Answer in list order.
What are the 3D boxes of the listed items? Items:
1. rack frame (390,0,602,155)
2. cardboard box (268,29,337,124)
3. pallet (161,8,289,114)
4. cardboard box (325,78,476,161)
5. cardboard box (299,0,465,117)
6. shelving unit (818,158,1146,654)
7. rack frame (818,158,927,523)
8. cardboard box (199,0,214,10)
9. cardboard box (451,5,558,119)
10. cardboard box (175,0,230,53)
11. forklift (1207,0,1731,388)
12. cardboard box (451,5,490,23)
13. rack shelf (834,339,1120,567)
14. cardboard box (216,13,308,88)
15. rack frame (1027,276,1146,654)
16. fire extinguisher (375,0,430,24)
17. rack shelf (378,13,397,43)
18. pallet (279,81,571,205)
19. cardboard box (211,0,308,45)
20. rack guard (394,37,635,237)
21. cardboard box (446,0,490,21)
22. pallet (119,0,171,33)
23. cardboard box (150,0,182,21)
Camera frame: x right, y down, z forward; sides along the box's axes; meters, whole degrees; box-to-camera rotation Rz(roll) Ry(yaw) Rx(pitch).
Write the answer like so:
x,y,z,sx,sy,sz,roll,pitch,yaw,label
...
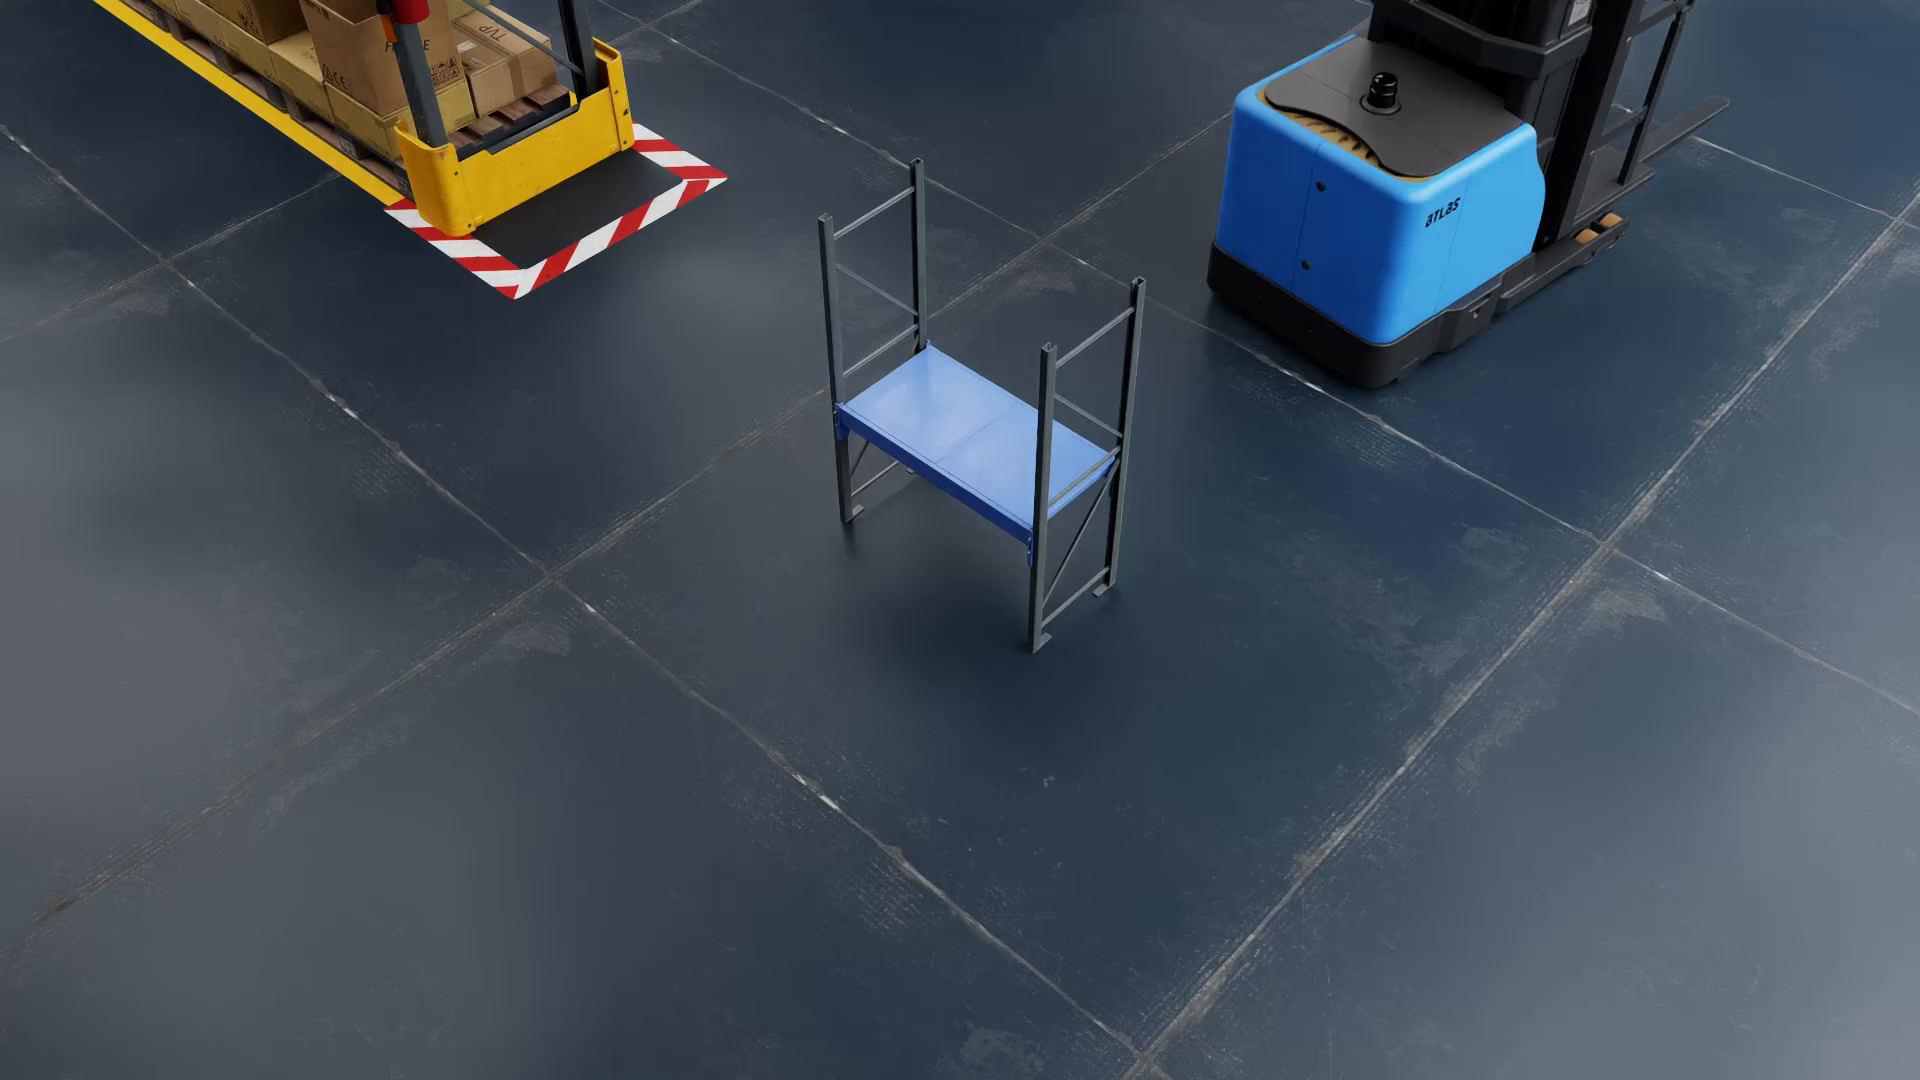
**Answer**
x,y,z,sx,sy,sz,roll,pitch,yaw,label
-2.216,-2.898,7.414,0.127,3.000,1.000,34,55,28,rack frame
-3.186,-2.449,8.589,0.500,0.250,0.500,34,55,28,cardboard box
-3.698,-2.903,9.331,1.213,0.211,1.003,34,55,28,pallet
-2.810,-2.208,8.363,0.500,0.250,0.500,34,55,28,cardboard box
-2.812,-2.463,8.089,0.500,0.500,0.500,34,55,28,cardboard box
0.063,-0.471,6.164,1.048,1.500,0.538,34,55,28,shelving unit
-0.311,-0.723,6.400,0.032,1.500,0.500,34,55,28,rack frame
-3.923,-3.198,8.779,0.500,0.500,0.500,34,55,28,cardboard box
-2.459,-2.485,8.624,0.500,0.250,0.500,34,55,28,cardboard box
-3.921,-2.943,9.054,0.500,0.250,0.500,34,55,28,cardboard box
2.606,-2.592,7.173,3.031,2.935,1.130,-32,54,-26,forklift
-2.829,-2.730,8.854,0.500,0.250,0.500,34,55,28,cardboard box
0.063,-0.348,6.295,1.000,0.185,0.538,34,55,28,rack shelf
-3.554,-2.695,8.821,0.500,0.250,0.500,34,55,28,cardboard box
0.436,-0.220,5.928,0.032,1.500,0.500,34,55,28,rack frame
-2.444,-2.565,7.153,0.183,0.674,0.296,34,55,28,fire extinguisher
-3.685,-3.641,8.604,4.000,0.370,1.077,34,55,28,rack shelf
-2.806,-2.300,8.764,1.213,0.211,1.003,34,55,28,pallet
-3.556,-2.950,8.546,0.500,0.500,0.500,34,55,28,cardboard box
-2.198,-2.031,8.314,0.348,0.500,1.175,34,55,28,rack guard
-2.828,-2.988,8.582,0.500,0.500,0.500,34,55,28,cardboard box
-4.599,-3.506,9.897,1.213,0.211,1.003,34,55,28,pallet
-4.292,-3.187,9.283,0.500,0.250,0.500,34,55,28,cardboard box
